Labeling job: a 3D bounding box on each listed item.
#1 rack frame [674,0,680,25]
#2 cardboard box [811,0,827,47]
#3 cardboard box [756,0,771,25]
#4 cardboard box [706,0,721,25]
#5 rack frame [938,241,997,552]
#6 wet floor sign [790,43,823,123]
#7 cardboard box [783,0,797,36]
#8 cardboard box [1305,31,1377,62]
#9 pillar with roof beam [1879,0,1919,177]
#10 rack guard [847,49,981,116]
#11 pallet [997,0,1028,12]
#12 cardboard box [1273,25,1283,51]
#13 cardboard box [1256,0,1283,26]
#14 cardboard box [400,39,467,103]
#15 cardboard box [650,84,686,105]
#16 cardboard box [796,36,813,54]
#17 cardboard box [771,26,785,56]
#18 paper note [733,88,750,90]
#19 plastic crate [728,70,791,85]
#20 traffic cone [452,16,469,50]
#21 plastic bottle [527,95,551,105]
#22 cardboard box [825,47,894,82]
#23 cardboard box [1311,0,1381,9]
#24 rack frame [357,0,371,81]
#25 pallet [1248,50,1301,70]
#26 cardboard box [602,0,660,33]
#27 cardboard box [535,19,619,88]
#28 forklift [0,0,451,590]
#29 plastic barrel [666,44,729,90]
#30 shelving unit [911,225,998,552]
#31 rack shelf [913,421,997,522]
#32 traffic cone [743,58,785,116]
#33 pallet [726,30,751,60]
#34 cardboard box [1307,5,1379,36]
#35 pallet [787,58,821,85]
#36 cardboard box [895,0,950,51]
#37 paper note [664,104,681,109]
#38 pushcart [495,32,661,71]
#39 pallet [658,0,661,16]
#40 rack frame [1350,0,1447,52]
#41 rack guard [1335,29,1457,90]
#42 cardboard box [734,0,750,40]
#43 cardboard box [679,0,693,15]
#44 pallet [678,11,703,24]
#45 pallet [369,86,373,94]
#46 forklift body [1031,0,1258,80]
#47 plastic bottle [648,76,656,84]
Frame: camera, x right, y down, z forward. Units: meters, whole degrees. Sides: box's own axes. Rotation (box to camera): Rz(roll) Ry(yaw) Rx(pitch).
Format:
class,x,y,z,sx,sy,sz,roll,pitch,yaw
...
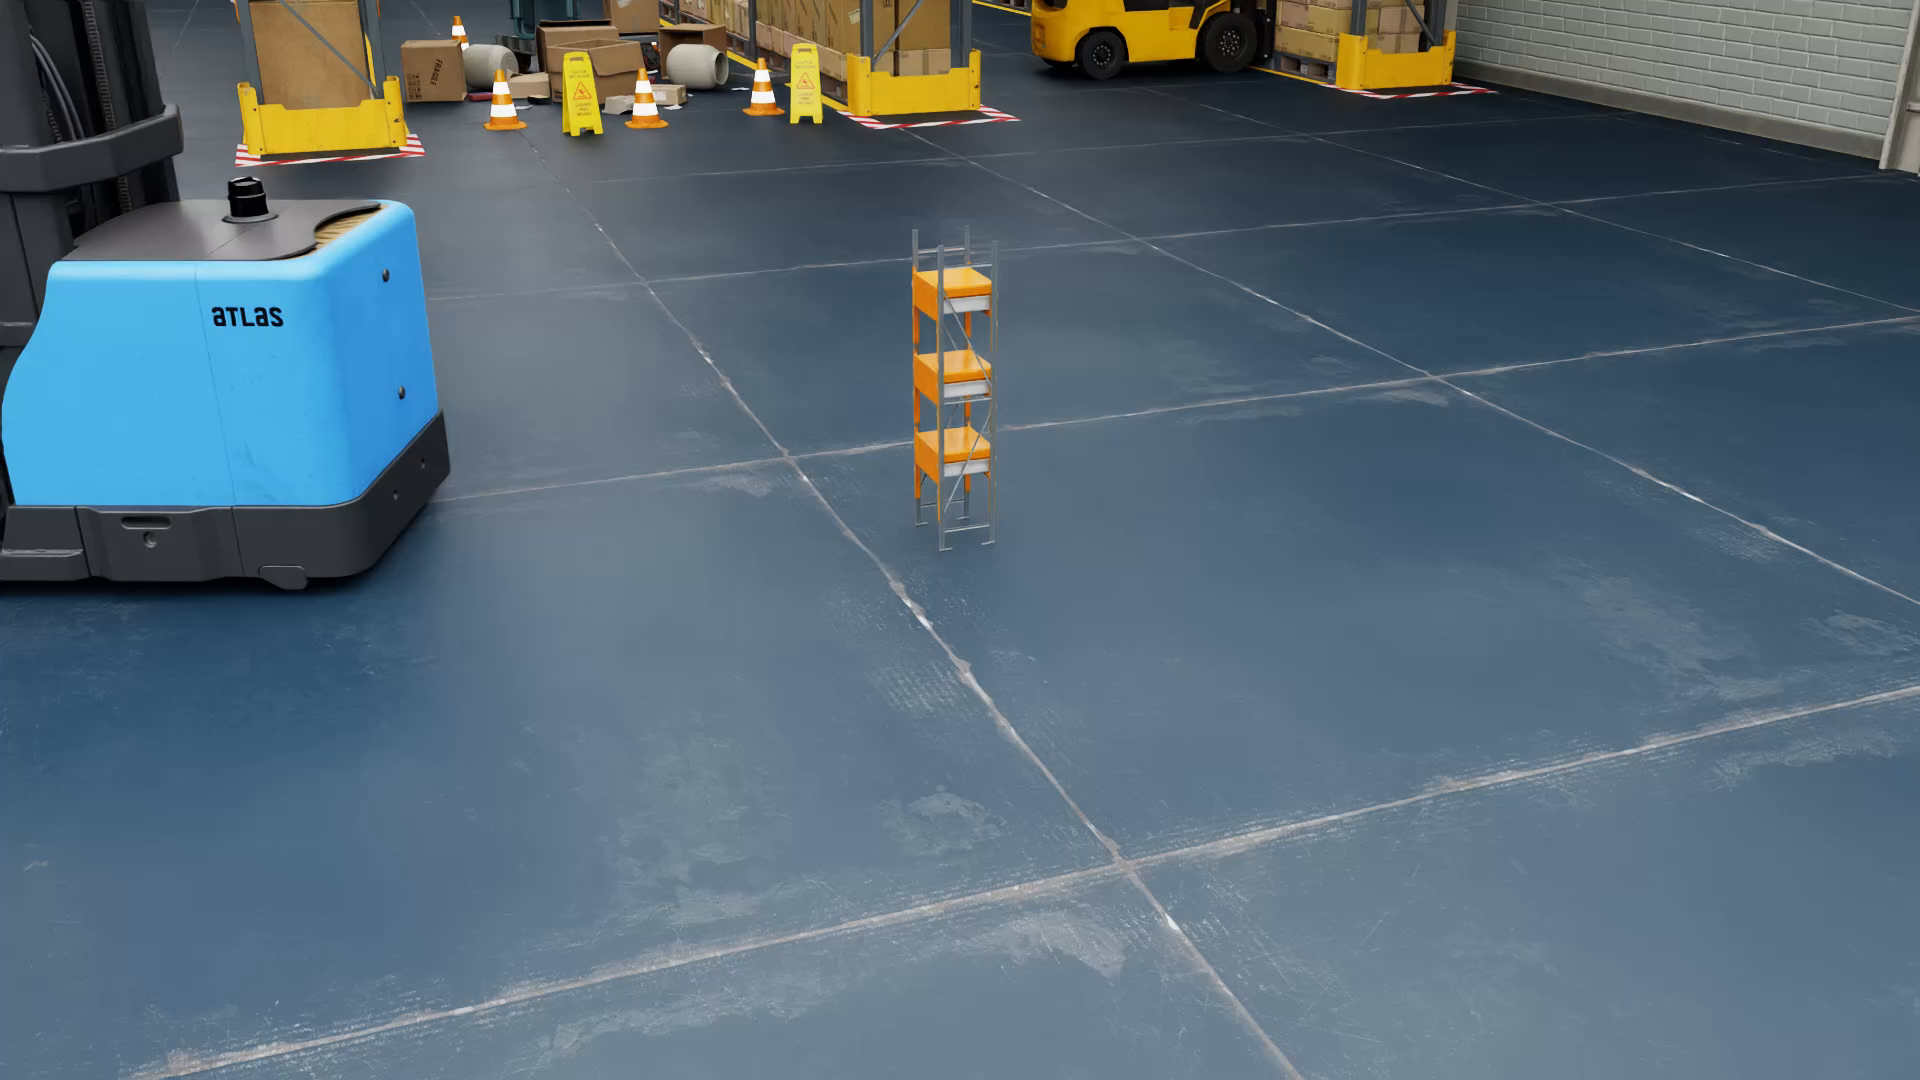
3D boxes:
class,x,y,z,sx,sy,sz,roll,pitch,yaw
rack frame,-3.205,-8.102,21.111,1.000,3.000,0.127,-8,24,-19
cardboard box,-1.094,-4.912,15.576,0.500,0.500,0.500,-7,24,-17
cardboard box,-1.836,-5.669,17.373,0.500,0.500,0.500,-7,24,-16
cardboard box,-2.484,-6.335,19.760,0.950,0.372,0.625,-8,24,-17
rack frame,0.024,-0.459,5.487,0.200,1.050,0.008,-8,24,-19
wet floor sign,-1.313,-3.895,14.160,0.267,0.644,0.232,0,23,-1
cardboard box,-1.455,-5.288,16.468,0.500,0.500,0.500,-7,24,-16
cardboard box,3.802,-4.932,16.588,0.500,0.250,0.500,-8,24,-19
pillar with roof beam,2.952,-6.248,8.988,9.100,9.000,0.400,-8,24,-19
rack guard,-0.406,-4.071,14.765,1.175,0.500,0.348,-8,24,-19
pallet,1.209,-7.776,23.928,1.003,0.211,1.213,-8,24,-19
cardboard box,3.466,-5.297,17.454,0.500,0.250,0.500,-8,24,-18
cardboard box,3.430,-5.537,17.381,0.500,0.250,0.500,-9,24,-20
cardboard box,-4.879,-4.359,15.445,0.500,0.500,0.500,-4,23,-10
cardboard box,-2.732,-4.080,15.240,0.380,0.149,0.250,4,23,9
cardboard box,-1.282,-4.757,16.175,0.500,0.250,0.500,-9,25,-21
cardboard box,-1.637,-5.131,17.062,0.500,0.250,0.500,-7,24,-16
paper note,-2.116,-4.366,16.069,0.142,0.019,0.148,-18,29,-37
plastic crate,-2.005,-4.620,16.609,0.402,0.080,0.583,-18,29,-37
traffic cone,-5.449,-5.458,18.105,0.336,0.463,0.334,-8,24,-19
plastic bottle,-3.881,-4.047,15.274,0.133,0.061,0.283,-18,29,-37
cardboard box,-0.925,-4.387,15.297,0.500,0.250,0.500,-8,24,-19
cardboard box,3.809,-5.389,16.387,0.500,0.250,0.500,-8,24,-17
rack frame,-6.387,-5.933,15.964,1.000,3.000,0.127,-8,24,-19
pallet,3.527,-5.308,18.071,1.003,0.211,1.213,-8,24,-19
cardboard box,-3.447,-5.591,17.396,0.500,0.500,0.500,-8,24,-19
cardboard box,-3.706,-4.737,16.166,0.797,0.637,0.503,-8,24,-19
forklift,-3.405,-1.373,5.233,3.031,2.935,1.130,0,23,0
plastic barrel,-2.525,-4.551,16.003,0.512,0.421,0.421,8,24,18
shelving unit,-0.019,-0.503,5.592,0.215,1.050,0.252,-8,24,-19
rack shelf,-0.019,-0.237,5.704,0.215,0.259,0.240,-8,24,-19
traffic cone,-1.738,-4.006,14.658,0.336,0.463,0.334,-8,24,-19
pallet,-2.069,-5.646,18.875,1.003,0.211,1.213,-8,24,-19
cardboard box,3.799,-5.169,16.507,0.500,0.250,0.500,-9,24,-20
pallet,-1.087,-4.681,16.583,1.003,0.211,1.213,-8,24,-19
cardboard box,-0.414,-4.807,15.327,0.500,0.500,0.500,-9,25,-21
paper note,-2.575,-3.898,14.958,0.148,0.019,0.142,-18,29,-37
pushcart,-3.908,-5.109,17.387,1.648,0.377,0.936,-18,29,-37
pallet,-3.841,-7.557,23.407,1.003,0.211,1.213,-8,24,-19
rack frame,4.263,-5.878,15.833,1.000,3.000,0.127,-8,24,-19
rack guard,4.272,-4.717,16.298,1.175,0.500,0.348,-8,24,-19
cardboard box,-1.980,-5.822,18.543,0.950,0.372,0.625,-8,24,-18
cardboard box,-3.015,-6.878,21.050,0.950,0.372,0.625,-10,25,-23
pallet,-2.931,-6.533,20.978,1.003,0.211,1.213,-8,24,-19
pallet,-5.757,-3.917,14.771,1.003,0.211,1.213,-8,24,-19
forklift body,1.886,-5.925,17.039,2.313,2.155,1.214,-8,24,-19
plastic bottle,-3.091,-4.568,16.510,0.133,0.061,0.283,-4,23,-10
